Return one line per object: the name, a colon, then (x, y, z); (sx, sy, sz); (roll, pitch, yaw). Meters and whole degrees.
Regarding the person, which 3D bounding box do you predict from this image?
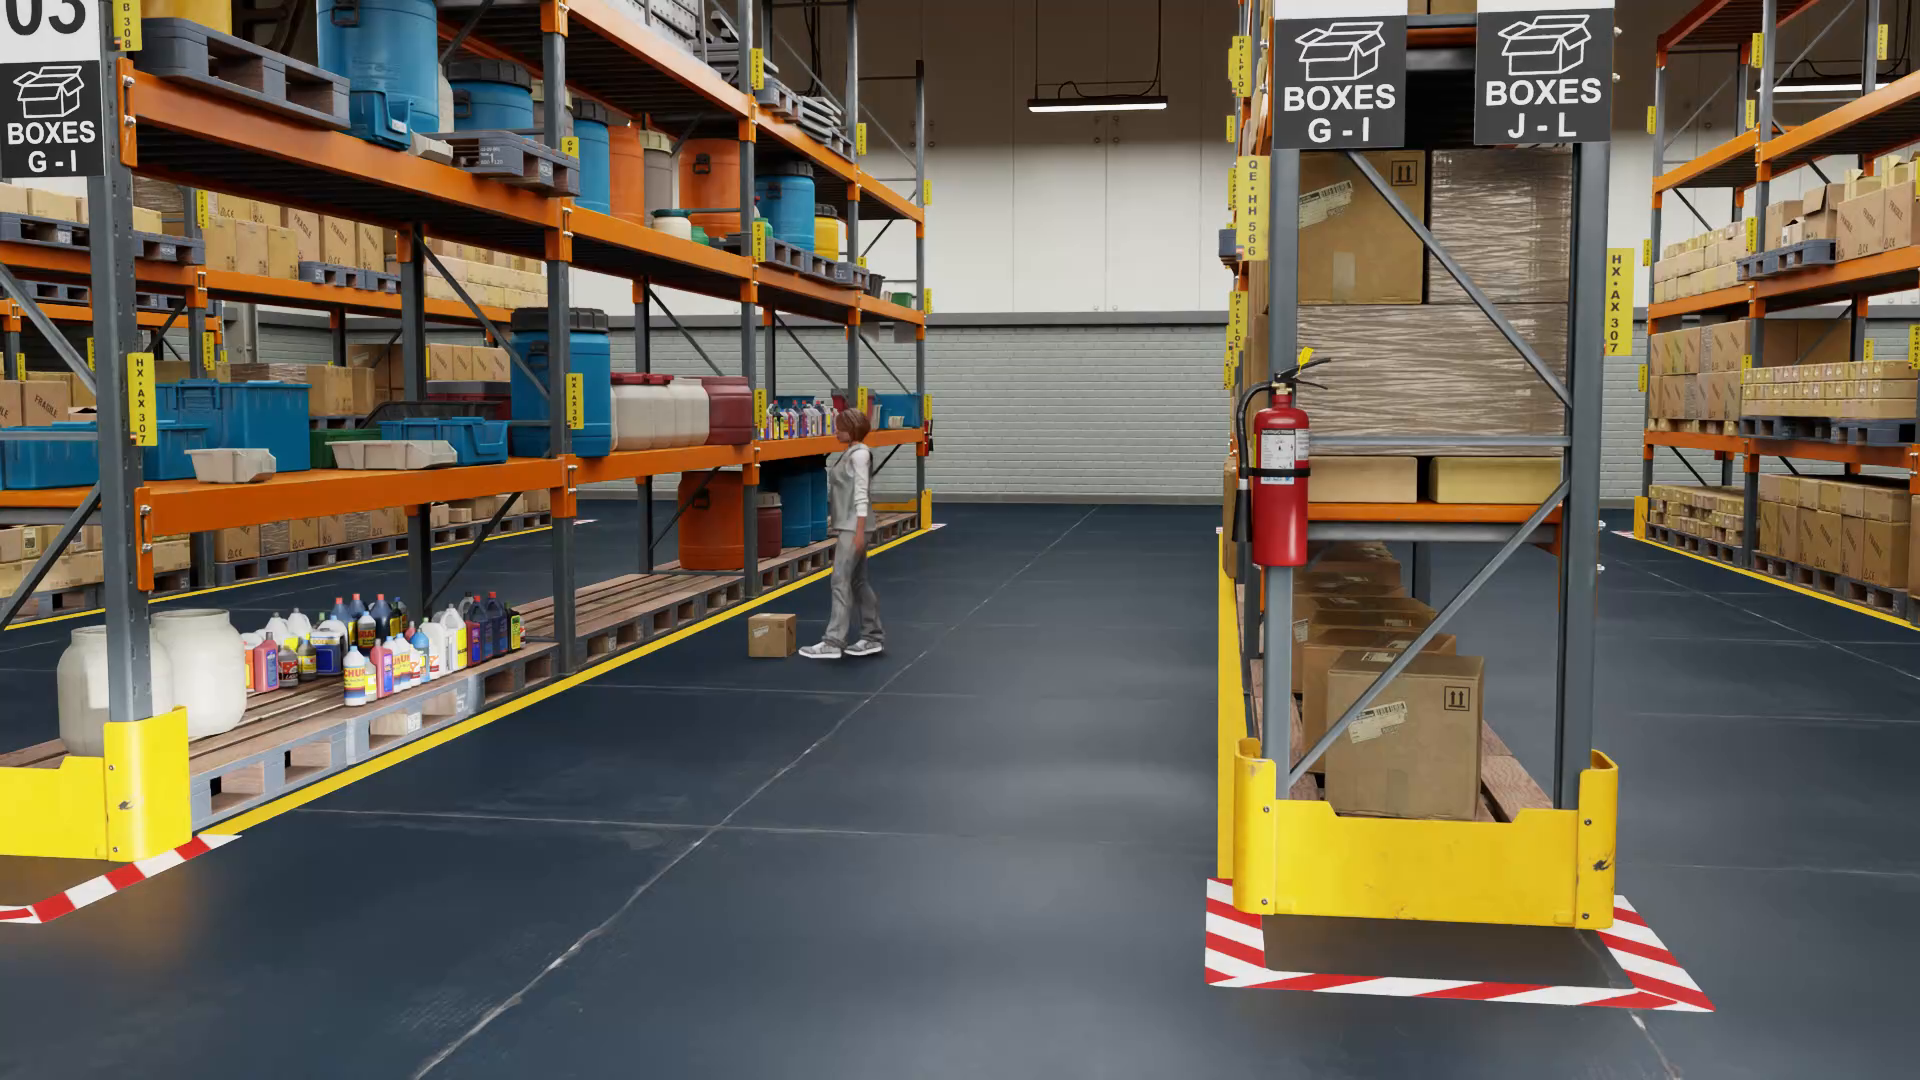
person: (-0.753, -0.044, 10.624); (0.583, 1.598, 0.424); (-1, 5, -10)
